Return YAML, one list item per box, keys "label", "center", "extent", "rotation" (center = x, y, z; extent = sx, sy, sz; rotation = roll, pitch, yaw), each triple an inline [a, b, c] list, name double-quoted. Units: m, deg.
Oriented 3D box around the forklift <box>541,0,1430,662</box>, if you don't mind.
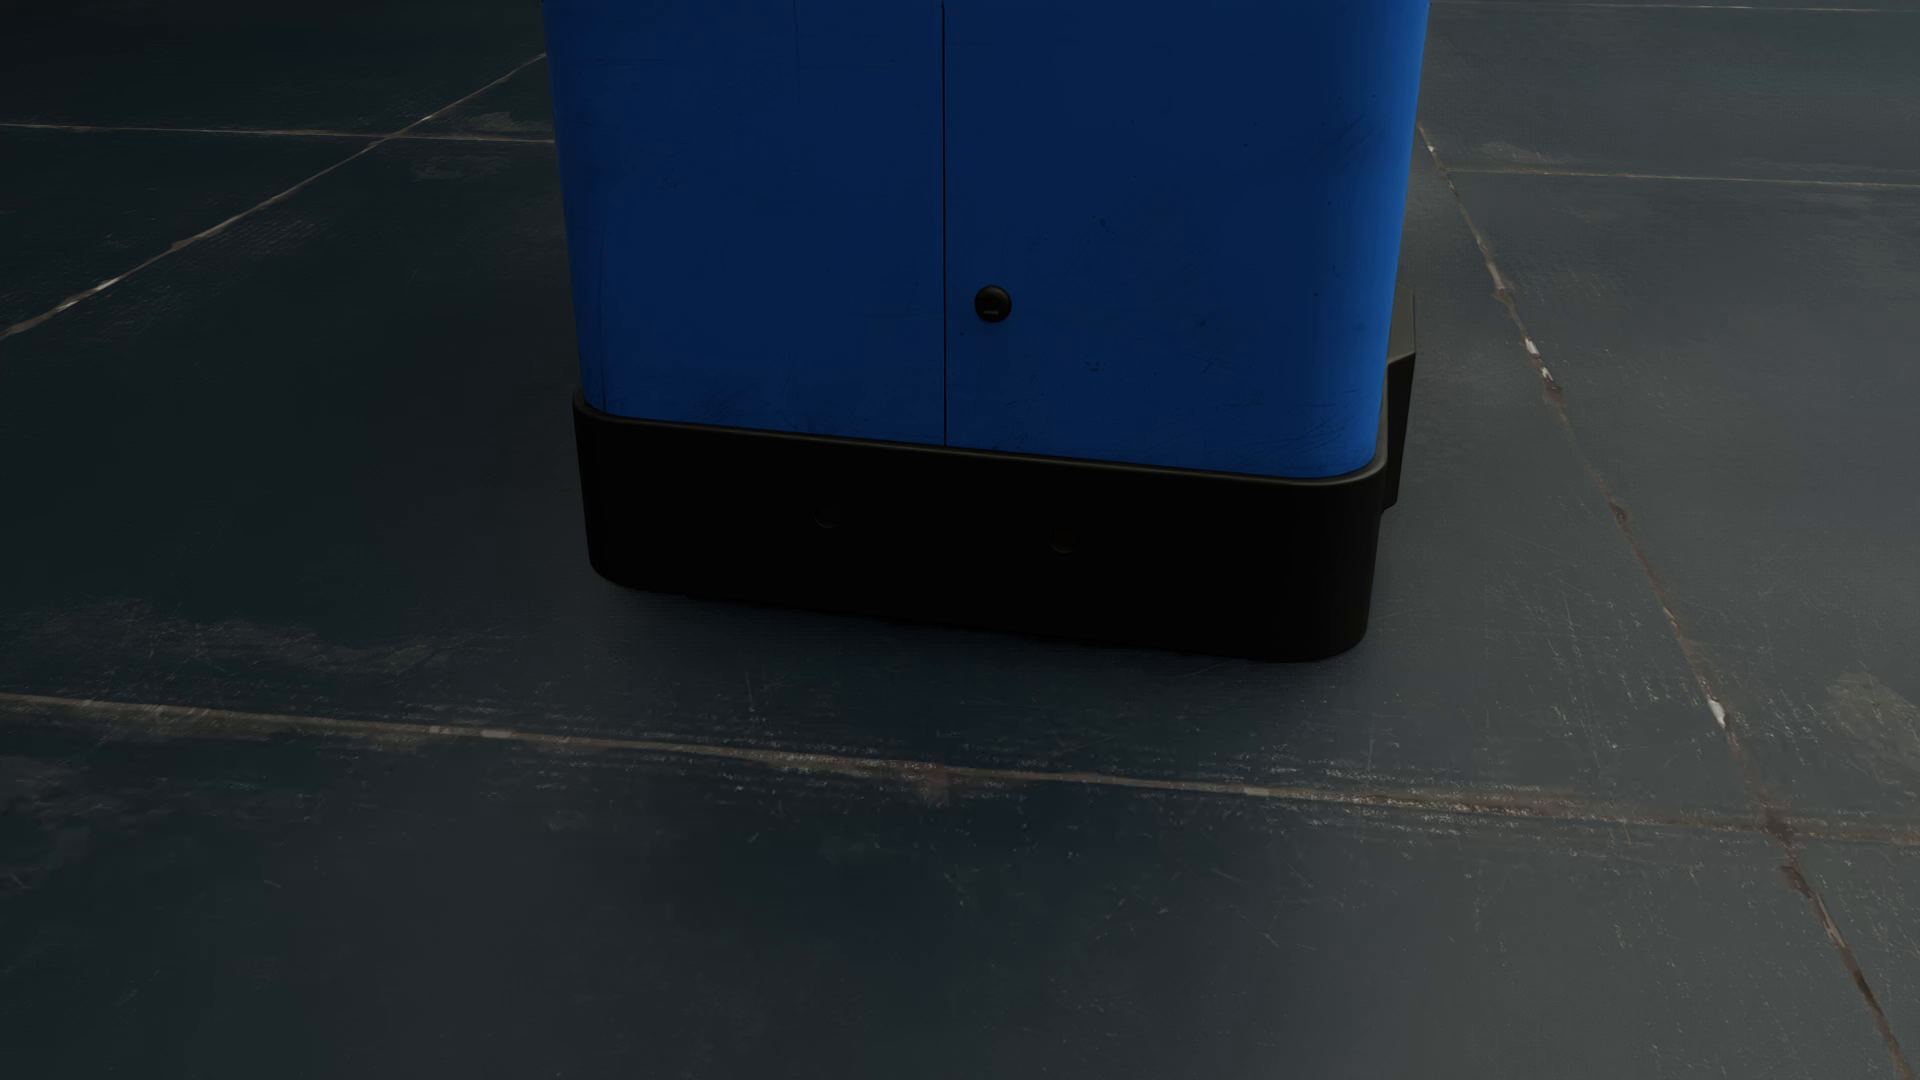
- label: "forklift"
  center: [0.321, -1.799, 2.823]
  extent: [1.130, 2.935, 3.031]
  rotation: [6, 27, 12]
